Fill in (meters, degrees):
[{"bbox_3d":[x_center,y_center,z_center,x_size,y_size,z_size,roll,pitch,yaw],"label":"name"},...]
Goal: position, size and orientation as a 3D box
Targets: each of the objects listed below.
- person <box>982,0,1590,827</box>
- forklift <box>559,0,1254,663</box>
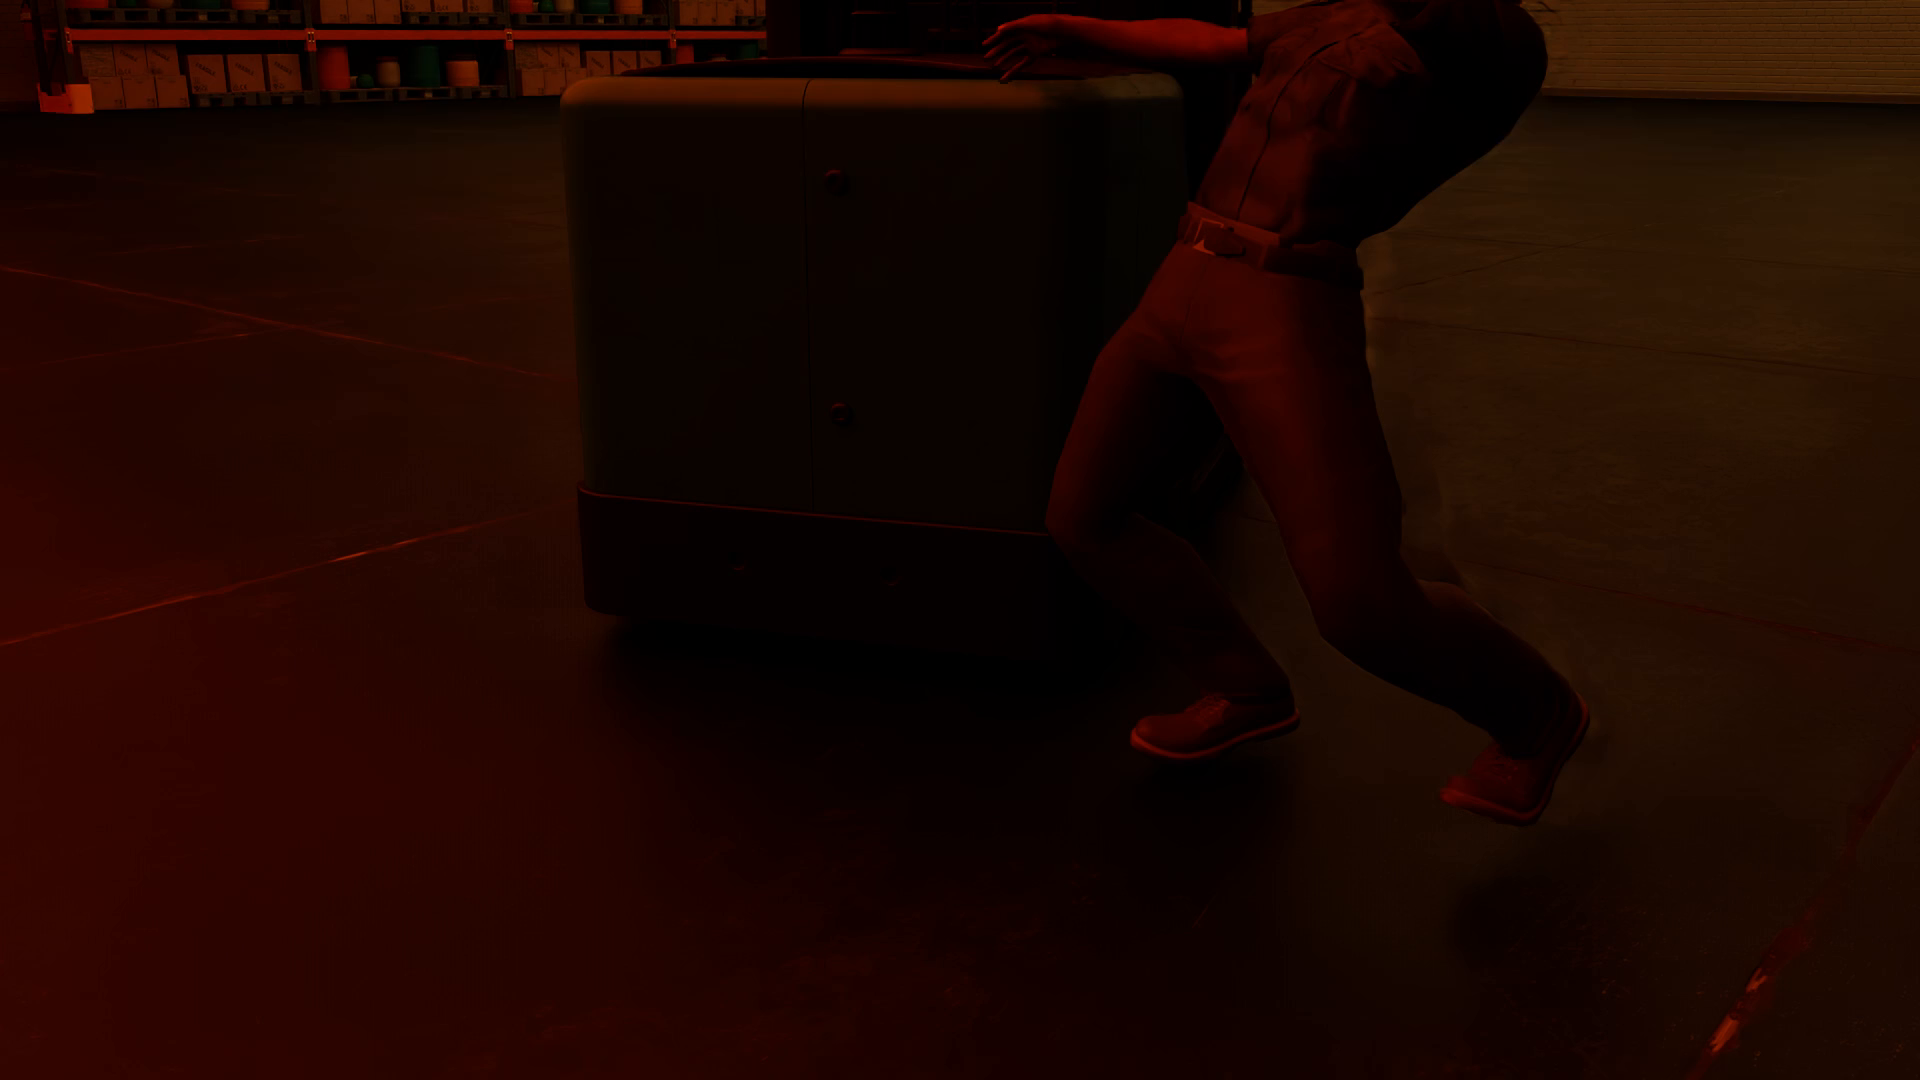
[{"bbox_3d":[0.421,-0.360,2.506,0.679,1.490,1.017,-10,19,-29],"label":"person"},{"bbox_3d":[0.182,-1.571,4.072,1.130,2.935,3.031,5,18,17],"label":"forklift"}]
